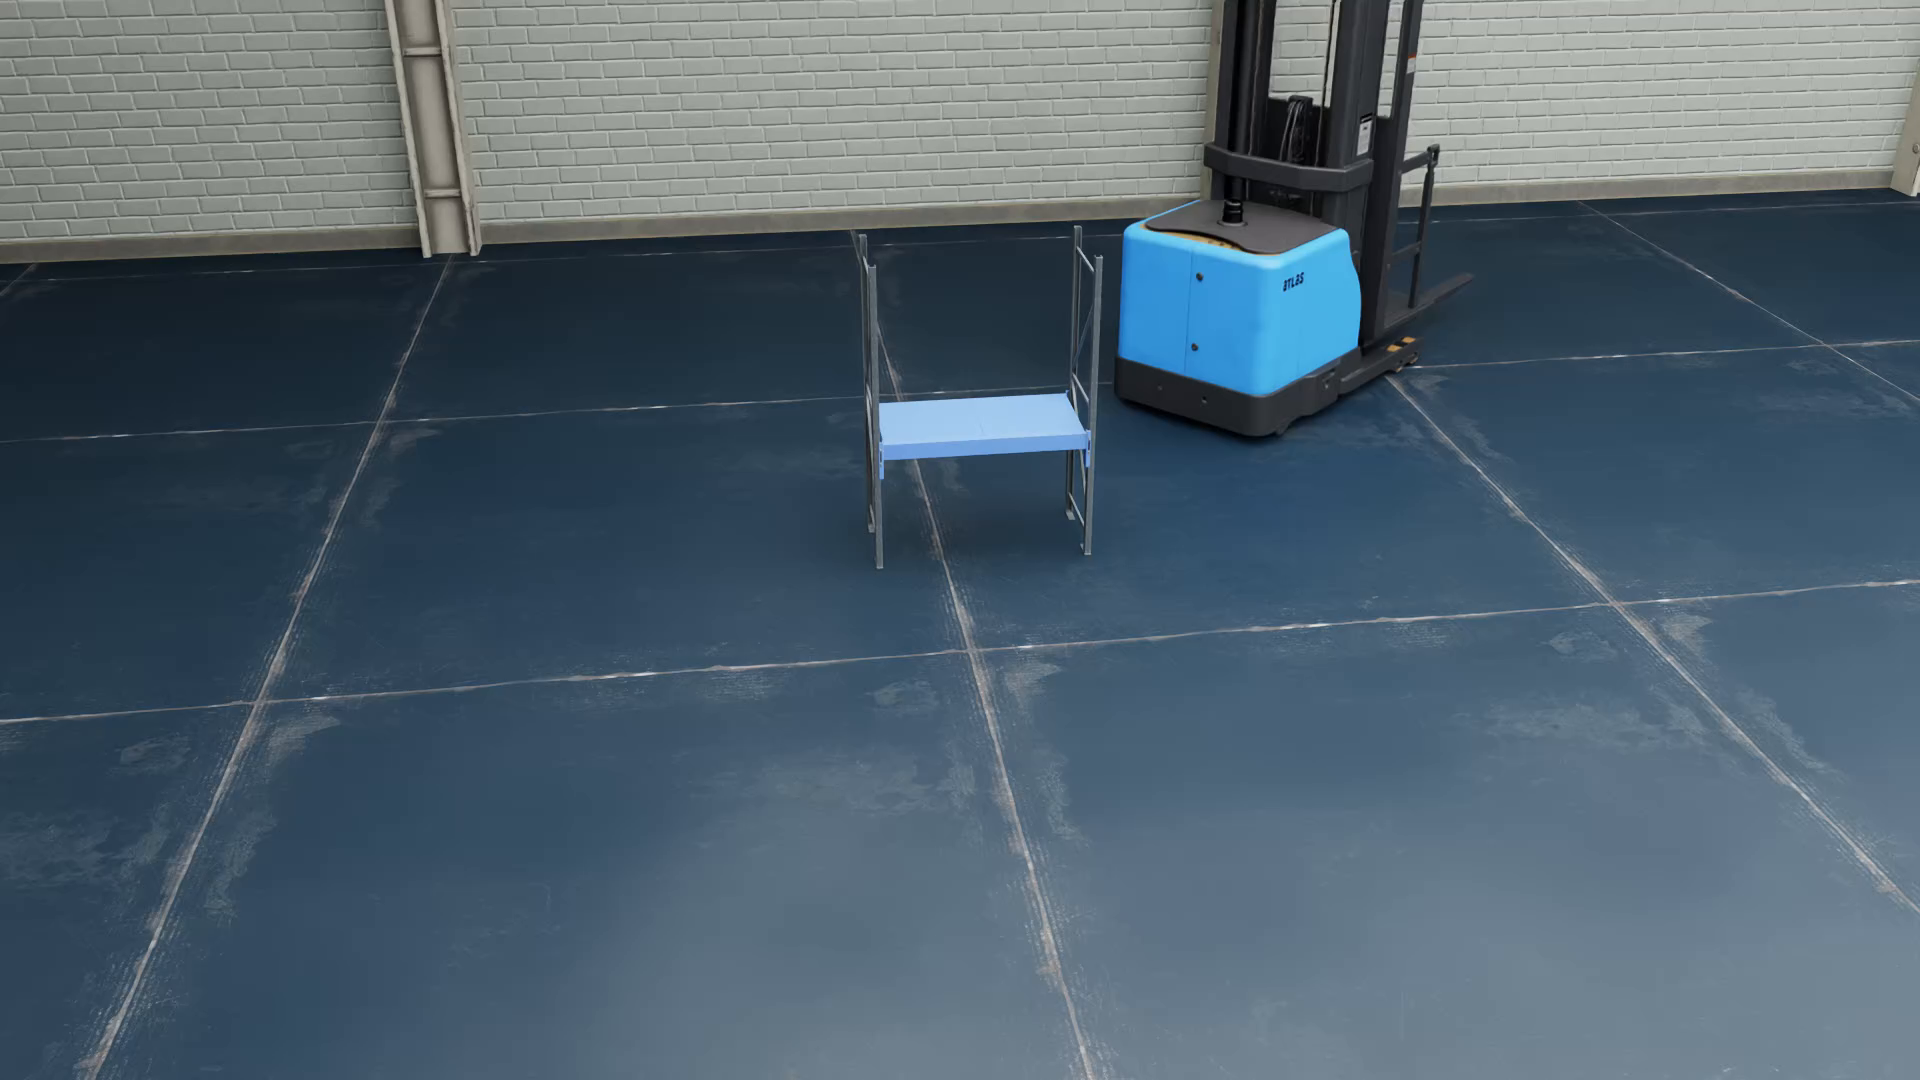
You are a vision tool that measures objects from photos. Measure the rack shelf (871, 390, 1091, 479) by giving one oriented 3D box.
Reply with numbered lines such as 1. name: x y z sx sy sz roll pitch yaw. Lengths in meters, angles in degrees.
1. rack shelf: 0.084 -0.513 8.000 1.000 0.185 0.538 -4 27 -7

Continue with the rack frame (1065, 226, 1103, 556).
1. rack frame: 0.588 -0.705 7.981 0.032 1.500 0.500 -4 27 -7

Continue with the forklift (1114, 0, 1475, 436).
1. forklift: 2.246 -2.473 9.858 1.130 2.935 3.031 21 34 35

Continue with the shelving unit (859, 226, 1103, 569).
1. shelving unit: 0.084 -0.673 7.918 1.048 1.500 0.538 -4 27 -7

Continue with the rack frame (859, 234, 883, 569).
1. rack frame: -0.419 -0.640 7.855 0.032 1.500 0.500 -4 27 -7

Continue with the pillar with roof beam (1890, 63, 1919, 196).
1. pillar with roof beam: 8.674 -4.998 8.133 0.400 9.000 9.100 -4 27 -7

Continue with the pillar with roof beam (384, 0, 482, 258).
1. pillar with roof beam: -3.209 -4.235 6.646 0.400 9.000 9.100 -4 27 -7

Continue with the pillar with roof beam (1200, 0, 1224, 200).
1. pillar with roof beam: 2.733 -4.616 7.390 0.400 9.000 9.100 -4 27 -7
